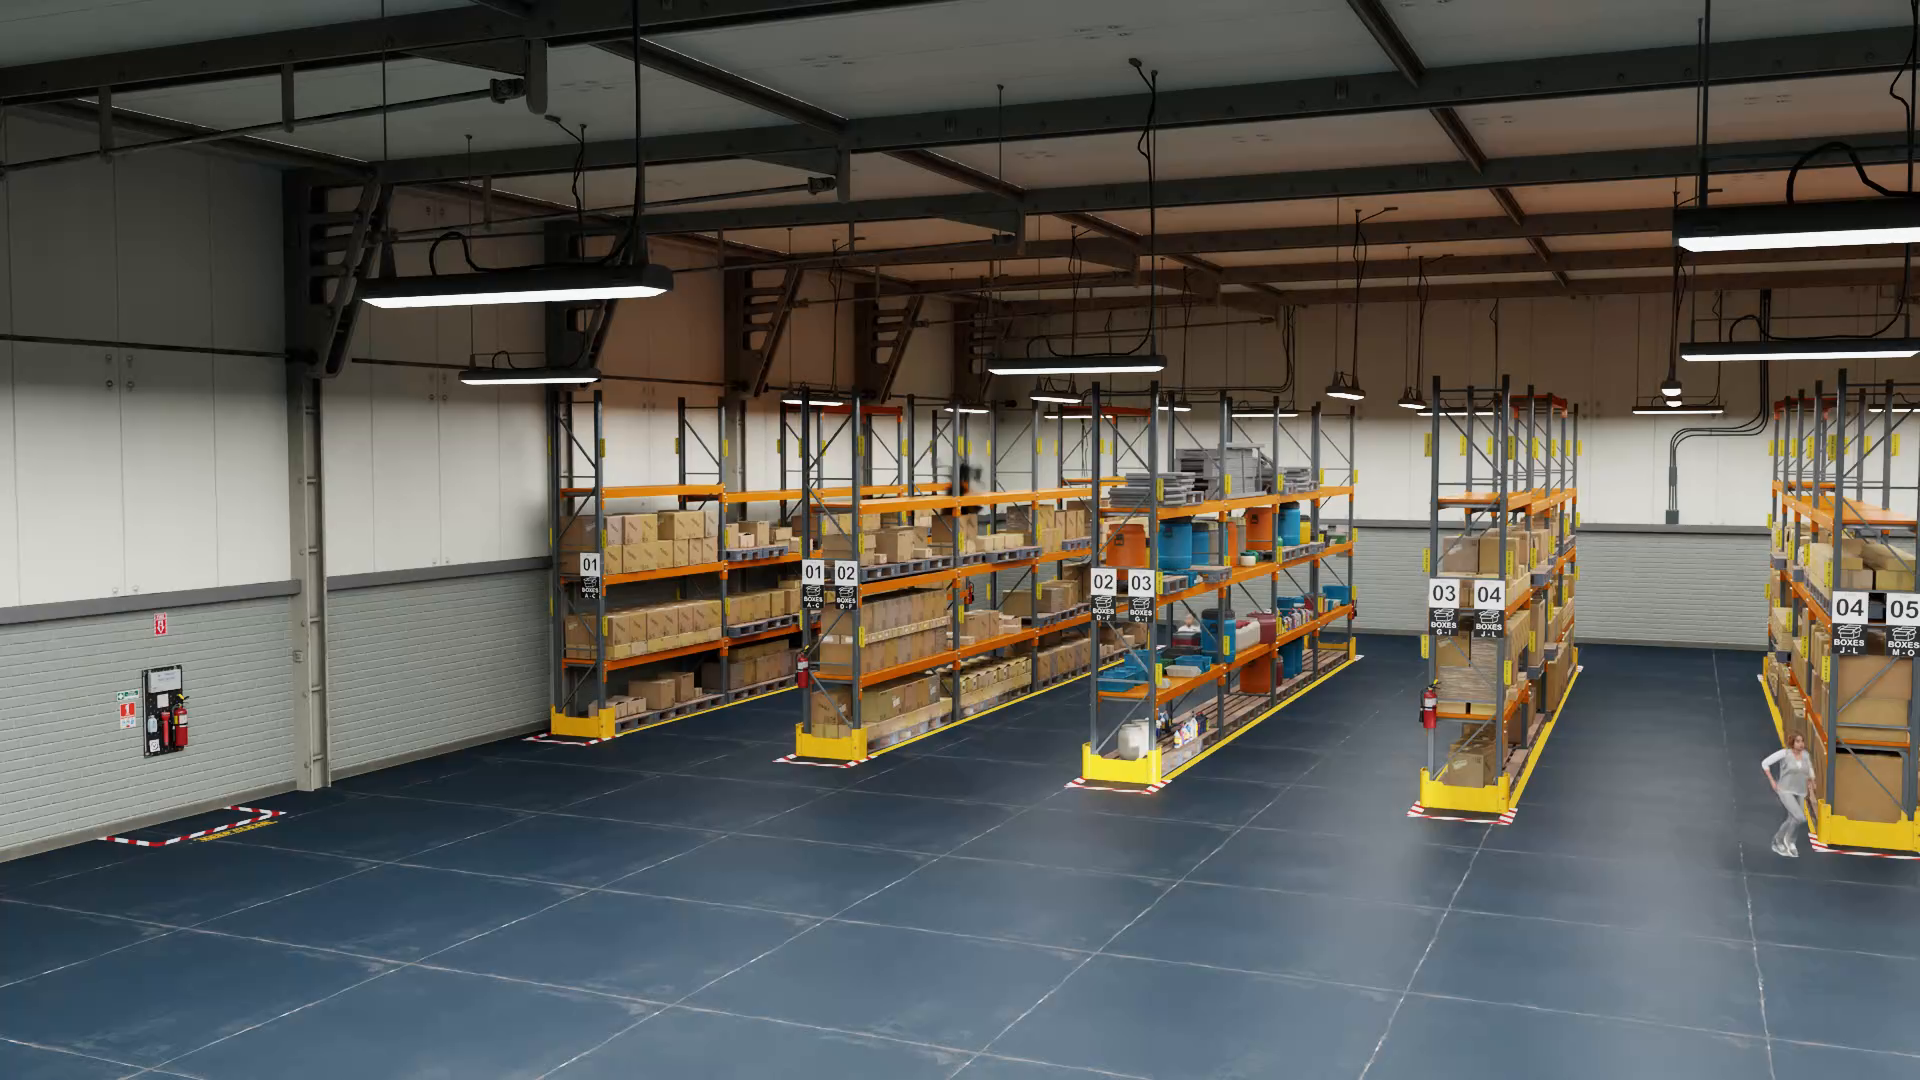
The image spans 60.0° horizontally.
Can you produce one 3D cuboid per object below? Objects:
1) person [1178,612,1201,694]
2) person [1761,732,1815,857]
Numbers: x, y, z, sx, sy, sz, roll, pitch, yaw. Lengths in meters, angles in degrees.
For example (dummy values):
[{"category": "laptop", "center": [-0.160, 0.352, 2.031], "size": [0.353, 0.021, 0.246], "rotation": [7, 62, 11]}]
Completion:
[{"category": "person", "center": [4.689, 2.296, 33.984], "size": [0.616, 1.657, 0.620], "rotation": [1, 3, 18]}, {"category": "person", "center": [10.156, 3.105, 20.305], "size": [0.561, 1.554, 0.633], "rotation": [-1, 3, -9]}]
